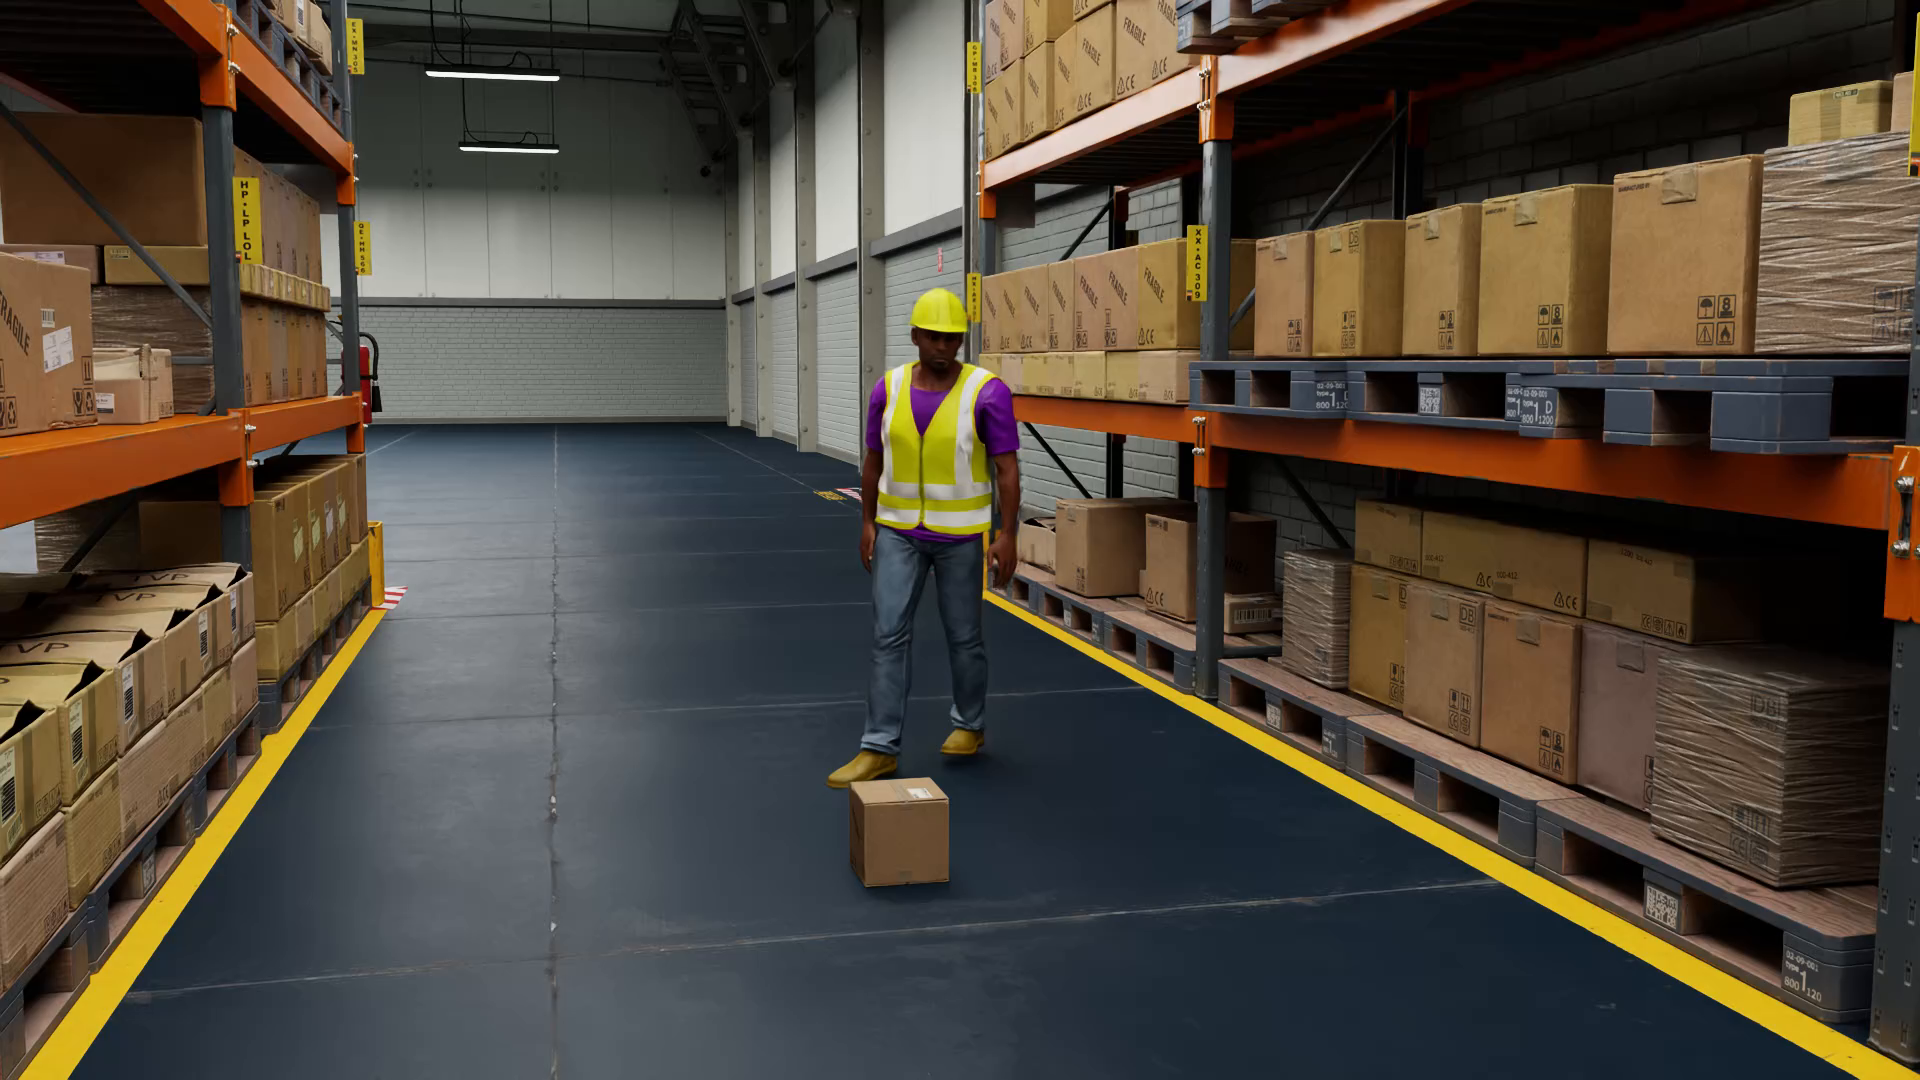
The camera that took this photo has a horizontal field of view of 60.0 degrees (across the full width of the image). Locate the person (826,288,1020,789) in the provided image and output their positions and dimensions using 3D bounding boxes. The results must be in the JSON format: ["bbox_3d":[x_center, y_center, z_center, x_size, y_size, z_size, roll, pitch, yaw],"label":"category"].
[{"bbox_3d":[-0.091,-0.021,6.068,0.636,1.776,0.712,2,6,15],"label":"person"}]
